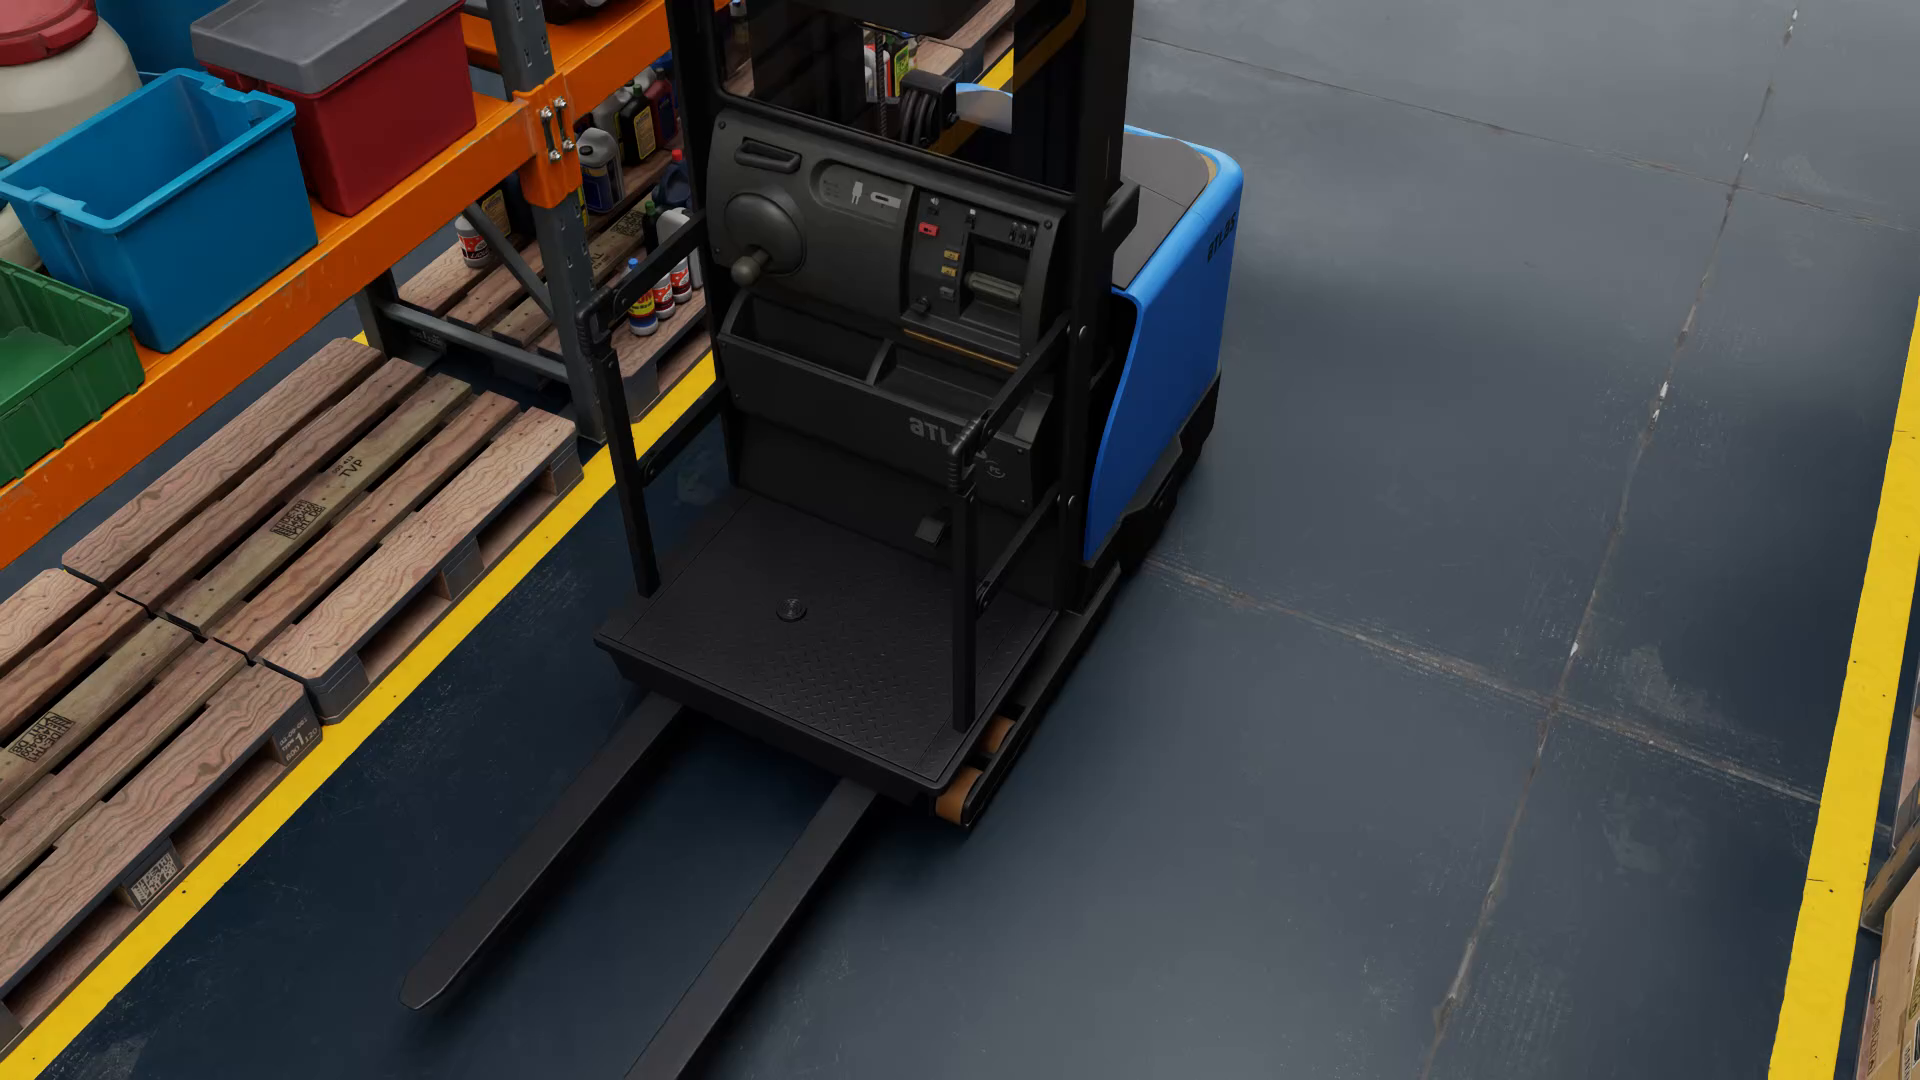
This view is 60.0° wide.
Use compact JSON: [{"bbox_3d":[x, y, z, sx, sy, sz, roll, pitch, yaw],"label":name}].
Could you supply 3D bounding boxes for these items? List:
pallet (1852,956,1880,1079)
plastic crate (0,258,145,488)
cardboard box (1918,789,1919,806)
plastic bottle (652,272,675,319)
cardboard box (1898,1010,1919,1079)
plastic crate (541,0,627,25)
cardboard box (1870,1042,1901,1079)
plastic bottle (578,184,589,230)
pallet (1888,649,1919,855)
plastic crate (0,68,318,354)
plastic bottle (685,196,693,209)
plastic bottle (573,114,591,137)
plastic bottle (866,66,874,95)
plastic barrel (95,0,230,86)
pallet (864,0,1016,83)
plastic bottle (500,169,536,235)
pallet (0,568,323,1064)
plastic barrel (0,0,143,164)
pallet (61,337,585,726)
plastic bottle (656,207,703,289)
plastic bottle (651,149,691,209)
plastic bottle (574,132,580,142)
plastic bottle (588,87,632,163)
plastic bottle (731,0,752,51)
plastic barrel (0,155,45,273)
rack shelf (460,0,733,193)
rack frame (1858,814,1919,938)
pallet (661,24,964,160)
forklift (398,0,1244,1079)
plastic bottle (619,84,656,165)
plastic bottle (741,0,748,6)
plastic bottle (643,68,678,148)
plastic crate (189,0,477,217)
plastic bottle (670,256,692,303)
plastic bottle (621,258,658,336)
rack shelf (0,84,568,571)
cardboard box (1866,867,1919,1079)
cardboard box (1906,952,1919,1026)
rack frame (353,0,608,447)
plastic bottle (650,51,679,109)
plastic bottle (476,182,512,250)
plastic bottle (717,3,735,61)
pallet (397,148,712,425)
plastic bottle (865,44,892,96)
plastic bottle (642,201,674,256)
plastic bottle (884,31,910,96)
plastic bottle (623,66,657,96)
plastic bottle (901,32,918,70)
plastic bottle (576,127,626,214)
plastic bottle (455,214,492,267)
[{"bbox_3d":[2.467,1.526,3.594,1.003,0.211,1.213,20,49,19],"label":"pallet"},{"bbox_3d":[-2.169,-0.304,3.591,0.450,0.188,0.662,20,49,19],"label":"plastic crate"},{"bbox_3d":[2.797,0.523,4.262,0.500,0.250,0.500,20,49,19],"label":"cardboard box"},{"bbox_3d":[-1.027,-0.860,5.649,0.097,0.201,0.097,0,45,0],"label":"plastic bottle"},{"bbox_3d":[2.125,1.182,3.216,0.500,0.311,0.500,20,49,19],"label":"cardboard box"},{"bbox_3d":[-1.255,-1.835,4.998,0.767,0.338,0.504,20,49,19],"label":"plastic crate"},{"bbox_3d":[2.130,1.381,3.414,0.500,0.250,0.500,22,49,20],"label":"cardboard box"},{"bbox_3d":[-1.439,-1.246,5.926,0.144,0.351,0.185,20,49,19],"label":"plastic bottle"},{"bbox_3d":[3.181,0.562,4.546,1.003,0.211,1.213,20,49,19],"label":"pallet"},{"bbox_3d":[-1.847,-0.766,3.909,0.392,0.384,0.575,20,49,19],"label":"plastic crate"},{"bbox_3d":[-0.869,-1.164,5.845,0.144,0.351,0.185,22,49,20],"label":"plastic bottle"},{"bbox_3d":[-1.439,-1.507,6.231,0.061,0.283,0.133,24,50,22],"label":"plastic bottle"},{"bbox_3d":[-0.424,-1.747,6.474,0.152,0.276,0.135,19,48,18],"label":"plastic bottle"},{"bbox_3d":[-2.058,-1.602,4.372,0.600,0.901,0.708,20,49,19],"label":"plastic barrel"},{"bbox_3d":[-0.129,-2.535,7.607,1.003,0.211,1.213,20,49,19],"label":"pallet"},{"bbox_3d":[-1.567,-1.294,5.973,0.144,0.351,0.185,19,48,18],"label":"plastic bottle"},{"bbox_3d":[-2.506,0.690,4.420,1.003,0.211,1.213,20,49,19],"label":"pallet"},{"bbox_3d":[-2.249,-1.087,4.119,0.433,0.535,0.433,0,45,0],"label":"plastic barrel"},{"bbox_3d":[-1.941,-0.081,5.182,1.003,0.211,1.213,20,49,19],"label":"pallet"},{"bbox_3d":[-0.949,-1.035,5.770,0.152,0.276,0.135,22,49,20],"label":"plastic bottle"},{"bbox_3d":[-0.996,-1.212,5.892,0.144,0.351,0.185,20,49,19],"label":"plastic bottle"},{"bbox_3d":[-1.478,-1.414,6.092,0.144,0.351,0.185,18,48,17],"label":"plastic bottle"},{"bbox_3d":[-1.328,-1.618,6.293,0.144,0.351,0.185,20,49,19],"label":"plastic bottle"},{"bbox_3d":[-0.920,-2.156,6.930,0.097,0.201,0.097,0,45,0],"label":"plastic bottle"},{"bbox_3d":[-2.361,-0.737,3.967,0.301,0.262,0.301,0,45,0],"label":"plastic barrel"},{"bbox_3d":[-0.682,-2.576,6.193,1.077,0.370,4.000,20,49,19],"label":"rack shelf"},{"bbox_3d":[2.775,0.069,3.073,1.000,3.000,0.127,20,49,19],"label":"rack frame"},{"bbox_3d":[-0.697,-1.770,6.851,1.003,0.211,1.213,20,49,19],"label":"pallet"},{"bbox_3d":[-0.300,-0.636,3.818,1.130,2.935,3.031,21,49,20],"label":"forklift"},{"bbox_3d":[-1.225,-1.577,6.300,0.061,0.283,0.133,20,49,19],"label":"plastic bottle"},{"bbox_3d":[-0.872,-2.245,6.969,0.097,0.271,0.097,0,45,0],"label":"plastic bottle"},{"bbox_3d":[-1.155,-1.660,6.383,0.061,0.283,0.133,20,49,19],"label":"plastic bottle"},{"bbox_3d":[-1.565,-1.186,4.268,0.402,0.464,0.583,20,49,19],"label":"plastic crate"},{"bbox_3d":[-0.980,-0.924,5.713,0.097,0.201,0.097,0,45,0],"label":"plastic bottle"},{"bbox_3d":[-1.075,-0.821,5.561,0.097,0.271,0.097,0,45,0],"label":"plastic bottle"},{"bbox_3d":[-2.539,-0.056,3.703,1.077,0.370,4.000,20,49,19],"label":"rack shelf"},{"bbox_3d":[2.368,1.060,3.732,0.500,0.250,0.500,19,48,18],"label":"cardboard box"},{"bbox_3d":[2.362,0.869,3.526,0.500,0.311,0.500,21,49,19],"label":"cardboard box"},{"bbox_3d":[-1.611,-1.569,4.692,1.000,3.000,0.127,20,49,19],"label":"rack frame"},{"bbox_3d":[-1.171,-1.839,6.567,0.097,0.271,0.097,0,45,0],"label":"plastic bottle"},{"bbox_3d":[-1.680,-1.181,5.909,0.061,0.283,0.133,23,50,21],"label":"plastic bottle"},{"bbox_3d":[-0.993,-2.113,6.830,0.061,0.283,0.133,21,49,20],"label":"plastic bottle"},{"bbox_3d":[-1.262,-0.998,6.088,1.003,0.211,1.213,20,49,19],"label":"pallet"},{"bbox_3d":[-0.359,-1.835,6.560,0.152,0.276,0.135,21,49,19],"label":"plastic bottle"},{"bbox_3d":[-1.043,-1.072,5.801,0.061,0.283,0.133,20,49,19],"label":"plastic bottle"},{"bbox_3d":[-0.256,-1.908,6.627,0.061,0.283,0.133,22,49,20],"label":"plastic bottle"},{"bbox_3d":[-1.249,-1.693,6.420,0.152,0.276,0.135,21,49,20],"label":"plastic bottle"},{"bbox_3d":[-0.218,-1.958,6.735,0.097,0.201,0.097,0,45,0],"label":"plastic bottle"},{"bbox_3d":[-1.335,-1.355,6.086,0.152,0.276,0.135,20,49,19],"label":"plastic bottle"},{"bbox_3d":[-1.718,-1.072,5.858,0.097,0.201,0.097,0,45,0],"label":"plastic bottle"}]
